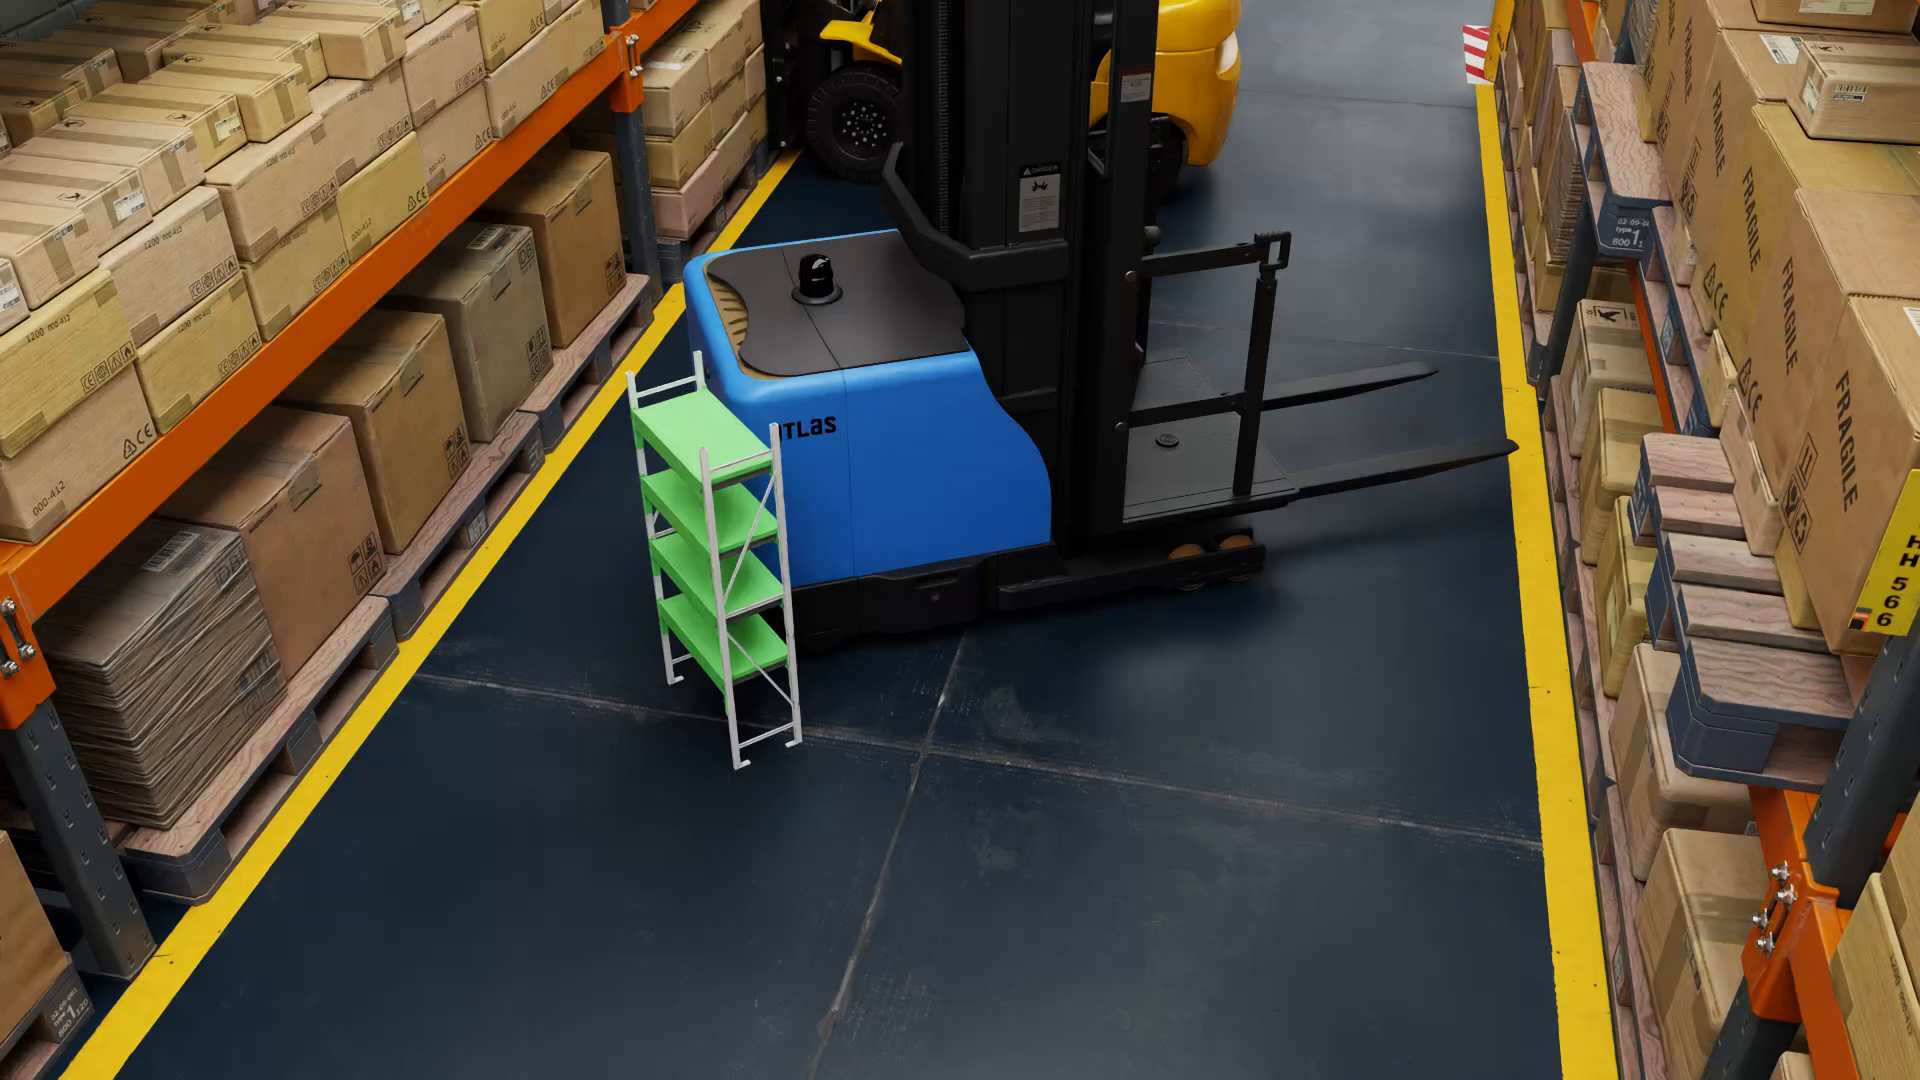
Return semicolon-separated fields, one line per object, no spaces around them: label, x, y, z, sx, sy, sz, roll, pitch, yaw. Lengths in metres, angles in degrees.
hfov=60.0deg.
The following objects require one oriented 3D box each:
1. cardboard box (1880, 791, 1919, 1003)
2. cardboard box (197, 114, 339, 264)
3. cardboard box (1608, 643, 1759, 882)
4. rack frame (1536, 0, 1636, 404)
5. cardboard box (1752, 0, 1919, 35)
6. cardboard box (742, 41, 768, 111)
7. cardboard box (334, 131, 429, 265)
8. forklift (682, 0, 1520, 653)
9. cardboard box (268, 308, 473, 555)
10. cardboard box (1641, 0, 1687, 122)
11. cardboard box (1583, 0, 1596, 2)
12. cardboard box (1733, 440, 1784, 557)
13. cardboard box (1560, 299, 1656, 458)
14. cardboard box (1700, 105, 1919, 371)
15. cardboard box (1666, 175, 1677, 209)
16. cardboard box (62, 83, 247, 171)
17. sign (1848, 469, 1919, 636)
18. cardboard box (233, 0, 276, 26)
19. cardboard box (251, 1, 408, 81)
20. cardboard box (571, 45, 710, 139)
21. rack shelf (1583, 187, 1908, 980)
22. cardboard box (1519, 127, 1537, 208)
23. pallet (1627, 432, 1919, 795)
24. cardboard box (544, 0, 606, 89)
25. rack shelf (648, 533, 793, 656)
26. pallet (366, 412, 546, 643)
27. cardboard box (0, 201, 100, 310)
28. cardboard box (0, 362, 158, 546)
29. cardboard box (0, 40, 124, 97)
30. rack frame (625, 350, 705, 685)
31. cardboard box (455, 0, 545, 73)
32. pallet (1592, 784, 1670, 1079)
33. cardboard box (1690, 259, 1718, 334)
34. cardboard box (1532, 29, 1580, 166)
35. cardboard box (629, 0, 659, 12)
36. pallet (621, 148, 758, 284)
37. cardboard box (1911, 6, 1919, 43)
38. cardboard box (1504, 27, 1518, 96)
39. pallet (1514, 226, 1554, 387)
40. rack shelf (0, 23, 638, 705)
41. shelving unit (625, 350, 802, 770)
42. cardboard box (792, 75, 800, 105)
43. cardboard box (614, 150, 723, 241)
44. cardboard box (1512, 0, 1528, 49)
cardboard box;1.749;0.643;2.509;0.500;0.250;0.500;7;37;10
cardboard box;-2.180;-1.045;4.838;0.500;0.250;0.500;6;36;9
cardboard box;2.379;0.672;4.648;0.950;0.372;0.625;7;36;9
rack frame;2.953;-1.768;6.134;1.000;3.000;0.127;7;37;10
cardboard box;2.376;-1.501;4.515;0.380;0.149;0.250;9;37;13
cardboard box;-1.267;-2.462;8.650;0.500;0.250;0.500;7;37;10
cardboard box;-2.090;-1.139;5.393;0.500;0.250;0.500;8;37;11
forklift;0.597;-1.292;5.535;3.031;2.935;1.130;-10;37;-13
cardboard box;-2.329;-0.421;5.941;0.875;0.625;0.625;6;36;8
cardboard box;2.467;-1.579;5.176;0.500;0.500;0.500;7;37;10
cardboard box;2.938;-2.472;7.319;0.380;0.149;0.250;7;36;9
cardboard box;1.936;-0.074;3.652;0.380;0.149;0.250;7;37;10
cardboard box;2.844;-0.573;6.366;0.950;0.372;0.625;8;37;11
cardboard box;2.131;-0.689;3.948;0.500;0.500;0.500;5;36;7
cardboard box;2.383;-1.103;5.072;0.380;0.149;0.250;8;37;11
cardboard box;-2.242;-1.147;4.638;0.380;0.149;0.250;8;37;10
sign;1.567;0.026;2.739;0.100;0.325;0.005;7;37;10
cardboard box;-2.505;-1.792;5.529;0.380;0.149;0.250;7;37;10
cardboard box;-1.978;-1.570;5.222;0.380;0.149;0.250;6;36;9
cardboard box;-1.487;-2.088;7.708;0.500;0.250;0.500;7;36;9
rack shelf;2.526;-0.330;4.763;1.077;0.370;4.000;7;37;10
cardboard box;3.034;-1.795;8.156;0.500;0.250;0.500;8;37;11
pallet;2.147;0.181;3.608;1.213;0.211;1.003;7;37;10
cardboard box;-1.749;-2.006;6.589;0.500;0.250;0.500;8;37;11
rack shelf;-0.745;0.130;5.157;0.258;0.148;0.480;-21;41;-26
pallet;-2.274;-0.130;6.250;1.003;0.211;1.213;7;37;10
cardboard box;-2.339;-0.697;4.018;0.380;0.149;0.250;8;37;11
cardboard box;-2.417;-0.258;4.178;0.500;0.250;0.500;7;37;10
cardboard box;-2.730;-1.358;4.930;0.380;0.149;0.250;7;36;9
rack frame;-0.879;-0.041;5.285;0.240;1.200;0.015;-21;41;-26
cardboard box;-1.855;-1.921;6.046;0.500;0.250;0.500;6;36;9
pallet;2.267;1.206;4.406;1.003;0.211;1.213;7;37;10
cardboard box;2.193;-0.659;4.459;0.380;0.149;0.250;6;36;8
cardboard box;3.032;-2.086;7.918;0.500;0.500;0.500;9;37;12
cardboard box;-1.547;-2.650;7.266;0.500;0.500;0.500;6;36;9
pallet;-1.686;-1.710;8.429;1.003;0.211;1.213;7;37;10
cardboard box;2.858;-1.226;4.689;0.500;0.500;0.500;9;37;12
cardboard box;3.365;-2.690;9.391;0.500;0.250;0.500;7;37;10
pallet;3.062;-1.029;7.489;1.003;0.211;1.213;7;37;10
rack shelf;-2.324;-0.950;5.618;1.077;0.370;4.000;7;37;10
shelving unit;-0.745;0.079;5.119;0.258;1.200;0.503;-21;41;-26
cardboard box;-1.154;-2.559;9.210;0.500;0.250;0.500;8;37;11
cardboard box;-1.470;-1.681;7.998;0.500;0.250;0.500;8;37;10
cardboard box;3.361;-2.980;9.152;0.500;0.500;0.500;6;36;8
